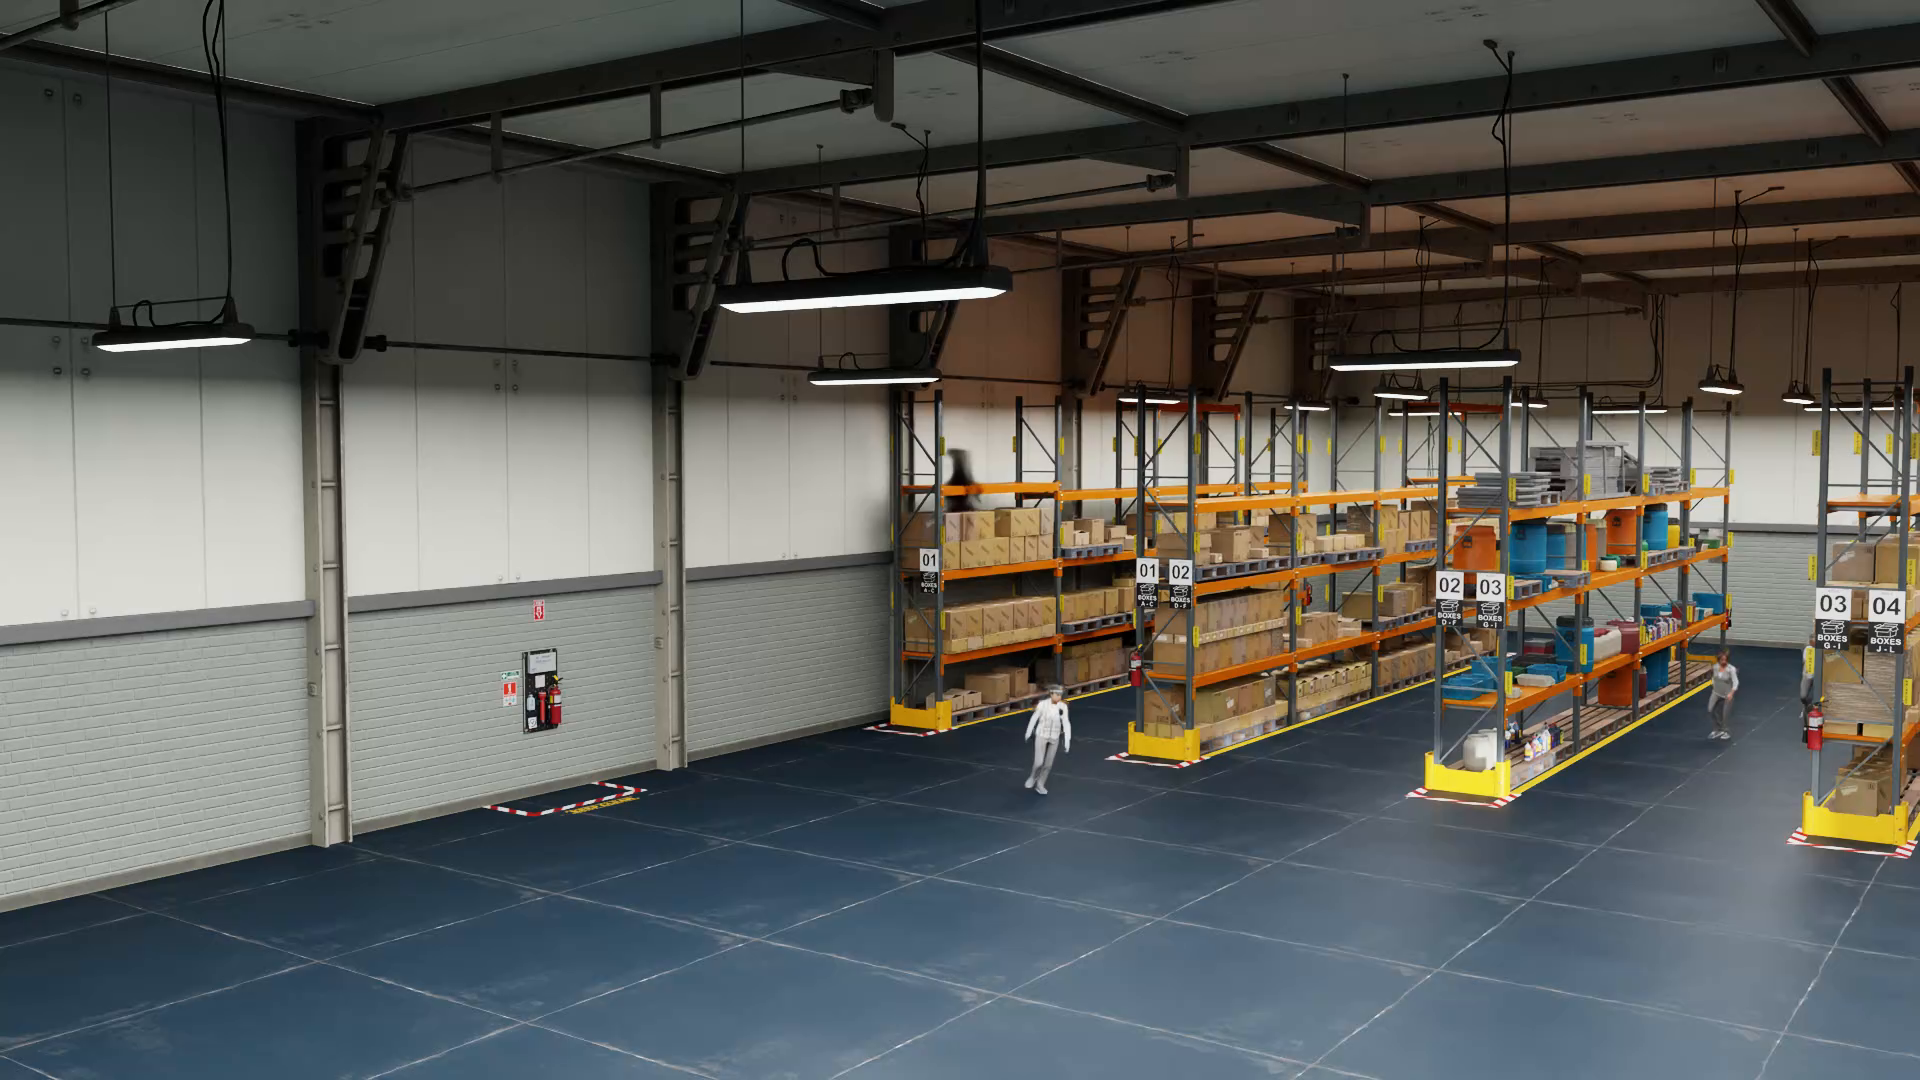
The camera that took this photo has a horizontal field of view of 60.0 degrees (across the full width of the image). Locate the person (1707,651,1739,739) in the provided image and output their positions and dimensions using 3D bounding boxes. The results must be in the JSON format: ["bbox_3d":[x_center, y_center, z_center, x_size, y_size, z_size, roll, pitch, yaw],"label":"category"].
[{"bbox_3d":[12.945,2.635,28.158,0.525,1.532,0.727,3,4,43],"label":"person"}]

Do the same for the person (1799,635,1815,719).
[{"bbox_3d":[15.383,2.502,29.962,0.570,1.622,0.751,3,4,41],"label":"person"}]

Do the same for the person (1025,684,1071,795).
[{"bbox_3d":[1.264,2.857,23.860,0.622,1.620,0.554,-1,3,-11],"label":"person"}]
